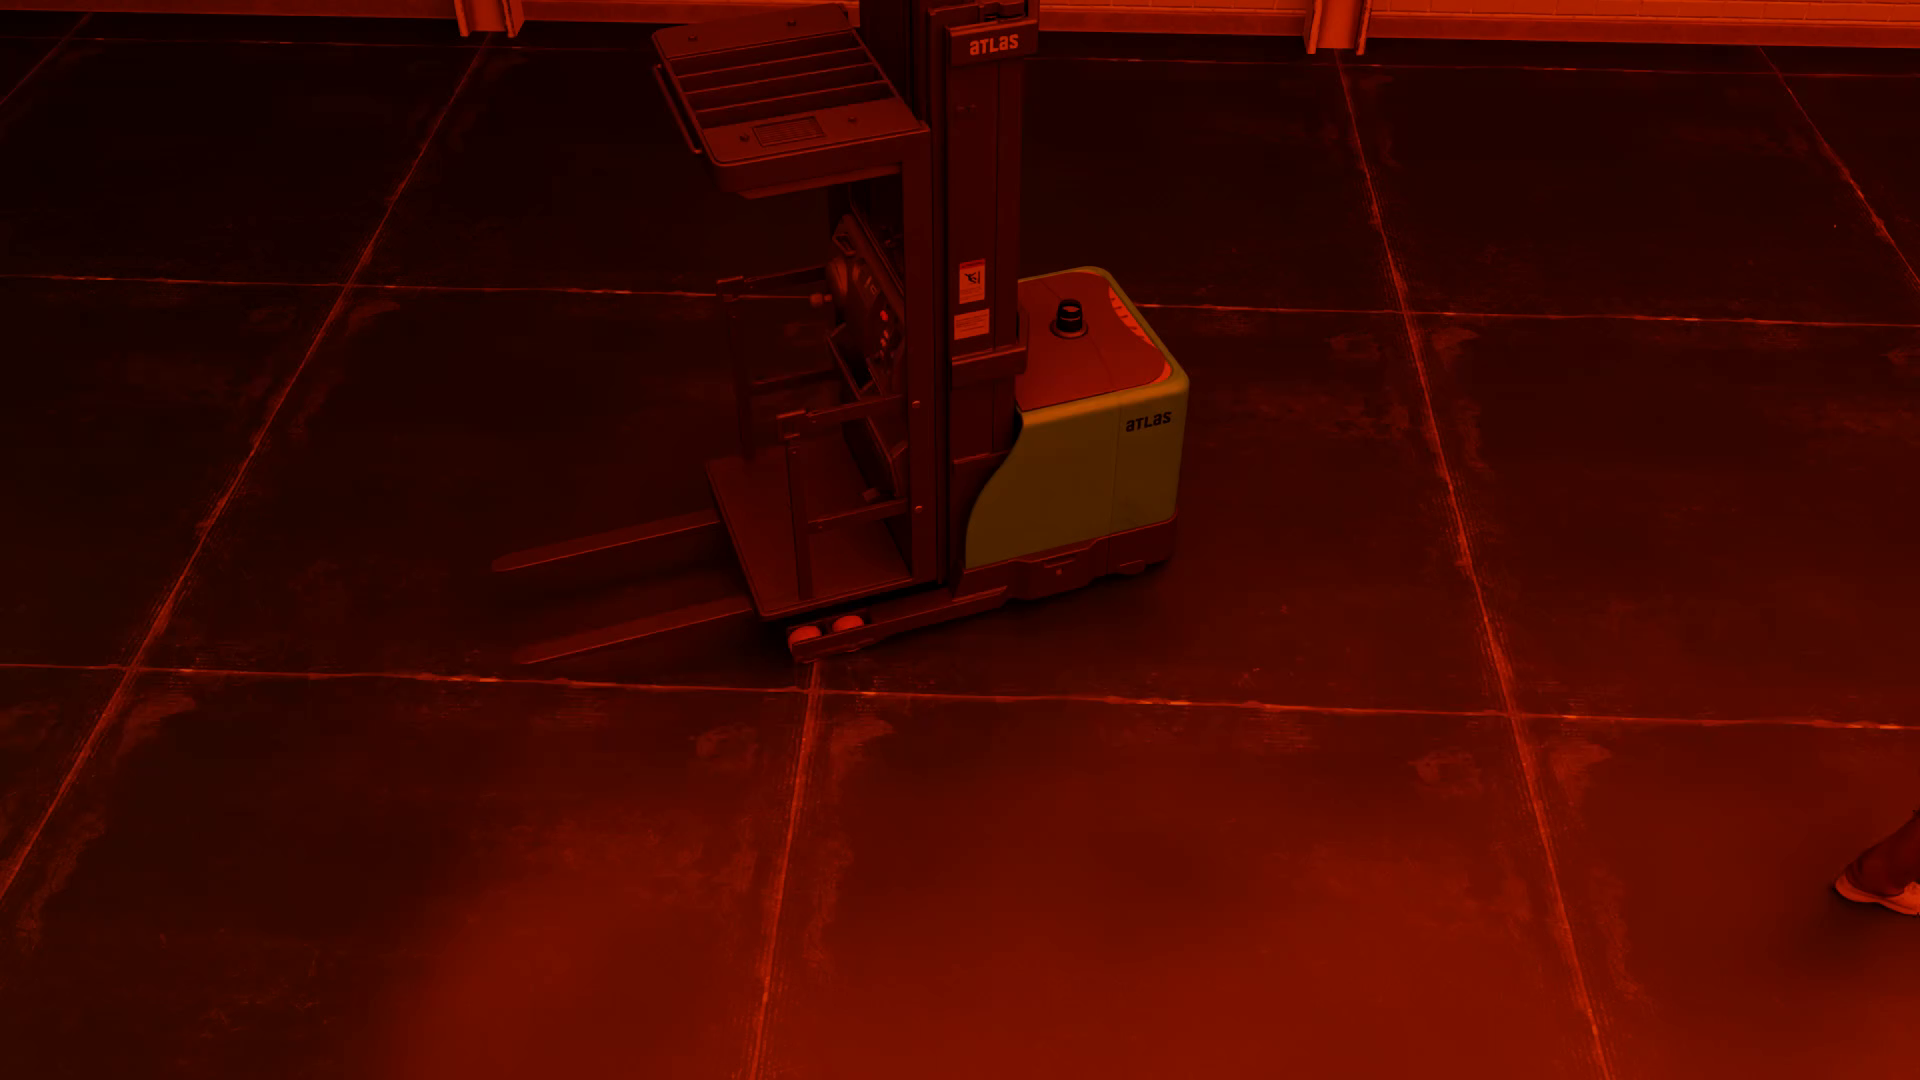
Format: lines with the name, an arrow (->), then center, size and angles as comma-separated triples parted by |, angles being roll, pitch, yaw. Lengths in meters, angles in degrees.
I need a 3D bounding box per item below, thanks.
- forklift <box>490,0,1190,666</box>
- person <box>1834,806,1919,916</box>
forklift -> -0.573, -0.945, 6.778 | 3.031, 2.935, 1.130 | -13, 44, -14
person -> 3.692, 0.706, 5.878 | 0.591, 1.821, 0.682 | 9, 43, 10
